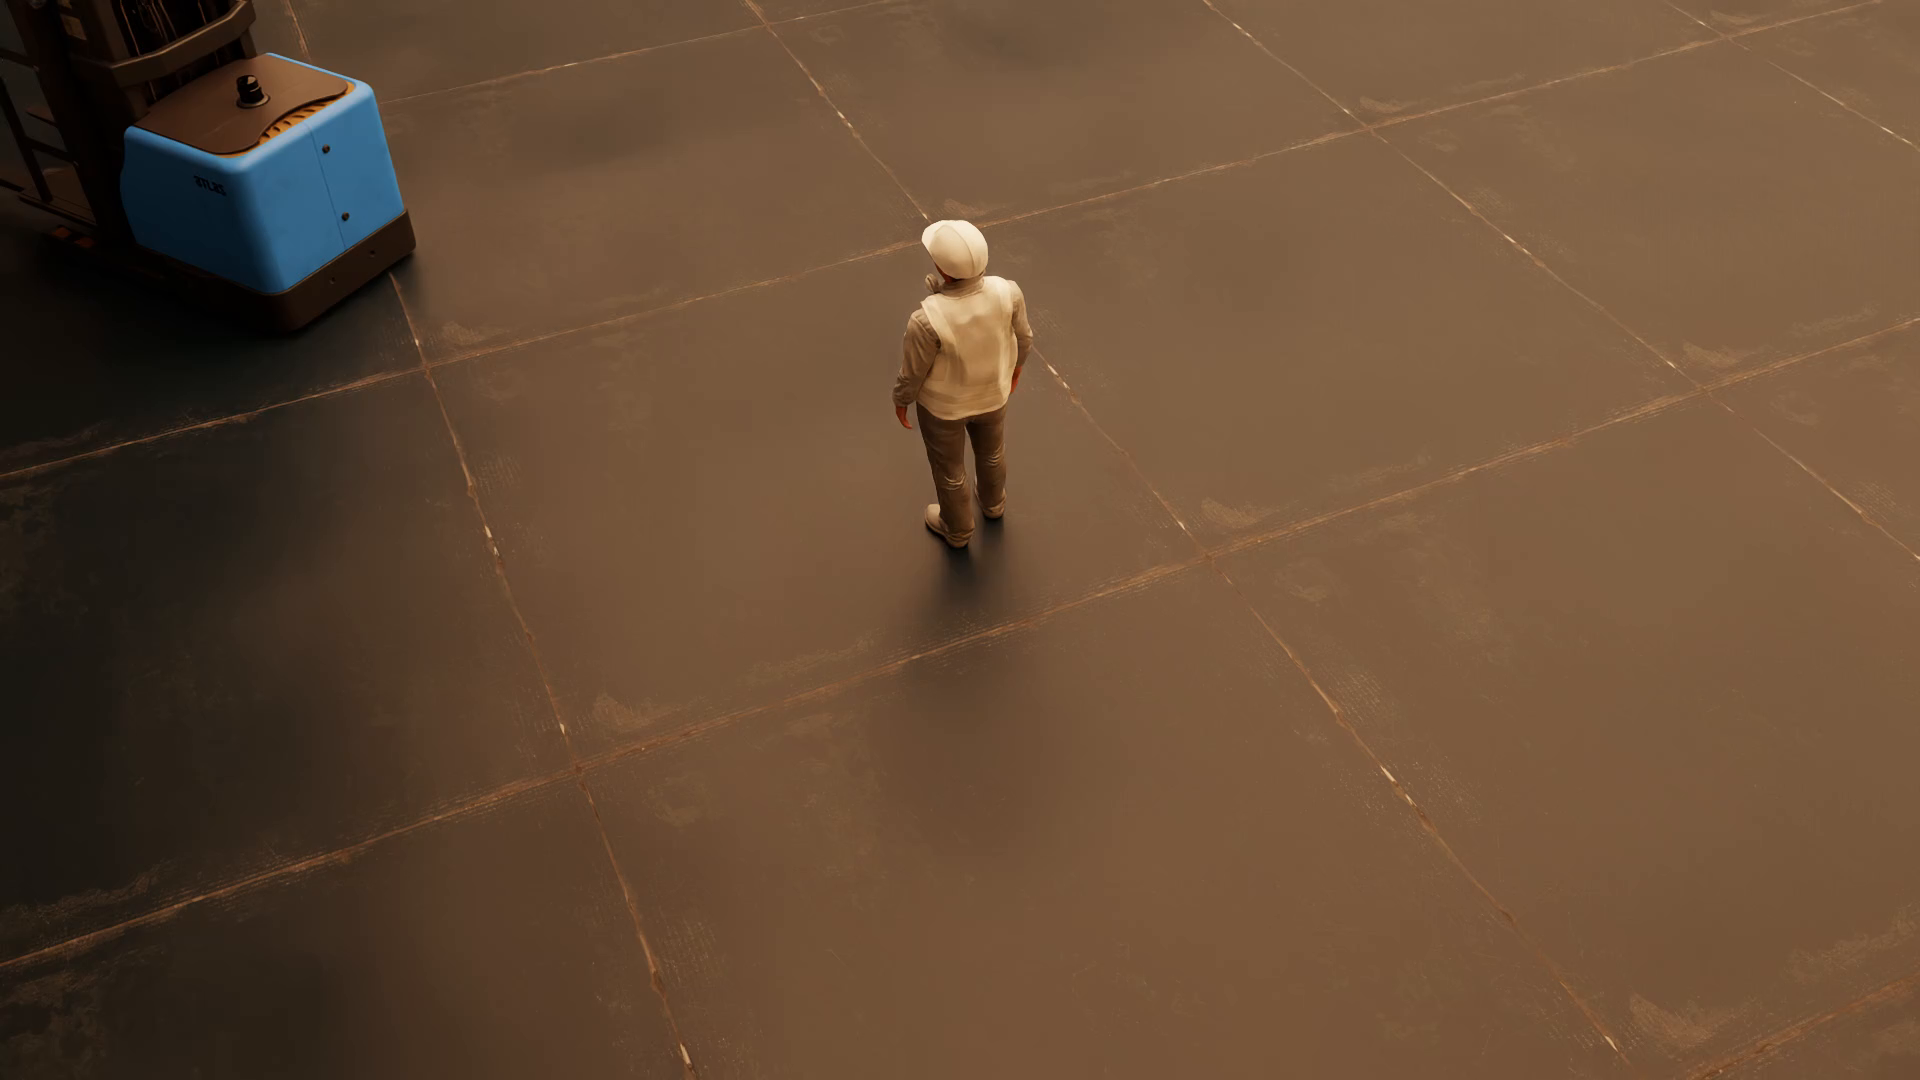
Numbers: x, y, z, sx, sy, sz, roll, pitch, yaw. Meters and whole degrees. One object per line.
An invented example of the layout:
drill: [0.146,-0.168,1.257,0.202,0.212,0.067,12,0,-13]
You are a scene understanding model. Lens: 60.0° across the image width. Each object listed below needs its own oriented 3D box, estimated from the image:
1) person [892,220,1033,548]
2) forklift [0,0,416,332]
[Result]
person: [-0.018,-0.695,7.262,0.632,1.773,0.568,-18,46,-18]
forklift: [-4.654,-2.924,8.813,3.031,2.935,1.130,21,47,21]
